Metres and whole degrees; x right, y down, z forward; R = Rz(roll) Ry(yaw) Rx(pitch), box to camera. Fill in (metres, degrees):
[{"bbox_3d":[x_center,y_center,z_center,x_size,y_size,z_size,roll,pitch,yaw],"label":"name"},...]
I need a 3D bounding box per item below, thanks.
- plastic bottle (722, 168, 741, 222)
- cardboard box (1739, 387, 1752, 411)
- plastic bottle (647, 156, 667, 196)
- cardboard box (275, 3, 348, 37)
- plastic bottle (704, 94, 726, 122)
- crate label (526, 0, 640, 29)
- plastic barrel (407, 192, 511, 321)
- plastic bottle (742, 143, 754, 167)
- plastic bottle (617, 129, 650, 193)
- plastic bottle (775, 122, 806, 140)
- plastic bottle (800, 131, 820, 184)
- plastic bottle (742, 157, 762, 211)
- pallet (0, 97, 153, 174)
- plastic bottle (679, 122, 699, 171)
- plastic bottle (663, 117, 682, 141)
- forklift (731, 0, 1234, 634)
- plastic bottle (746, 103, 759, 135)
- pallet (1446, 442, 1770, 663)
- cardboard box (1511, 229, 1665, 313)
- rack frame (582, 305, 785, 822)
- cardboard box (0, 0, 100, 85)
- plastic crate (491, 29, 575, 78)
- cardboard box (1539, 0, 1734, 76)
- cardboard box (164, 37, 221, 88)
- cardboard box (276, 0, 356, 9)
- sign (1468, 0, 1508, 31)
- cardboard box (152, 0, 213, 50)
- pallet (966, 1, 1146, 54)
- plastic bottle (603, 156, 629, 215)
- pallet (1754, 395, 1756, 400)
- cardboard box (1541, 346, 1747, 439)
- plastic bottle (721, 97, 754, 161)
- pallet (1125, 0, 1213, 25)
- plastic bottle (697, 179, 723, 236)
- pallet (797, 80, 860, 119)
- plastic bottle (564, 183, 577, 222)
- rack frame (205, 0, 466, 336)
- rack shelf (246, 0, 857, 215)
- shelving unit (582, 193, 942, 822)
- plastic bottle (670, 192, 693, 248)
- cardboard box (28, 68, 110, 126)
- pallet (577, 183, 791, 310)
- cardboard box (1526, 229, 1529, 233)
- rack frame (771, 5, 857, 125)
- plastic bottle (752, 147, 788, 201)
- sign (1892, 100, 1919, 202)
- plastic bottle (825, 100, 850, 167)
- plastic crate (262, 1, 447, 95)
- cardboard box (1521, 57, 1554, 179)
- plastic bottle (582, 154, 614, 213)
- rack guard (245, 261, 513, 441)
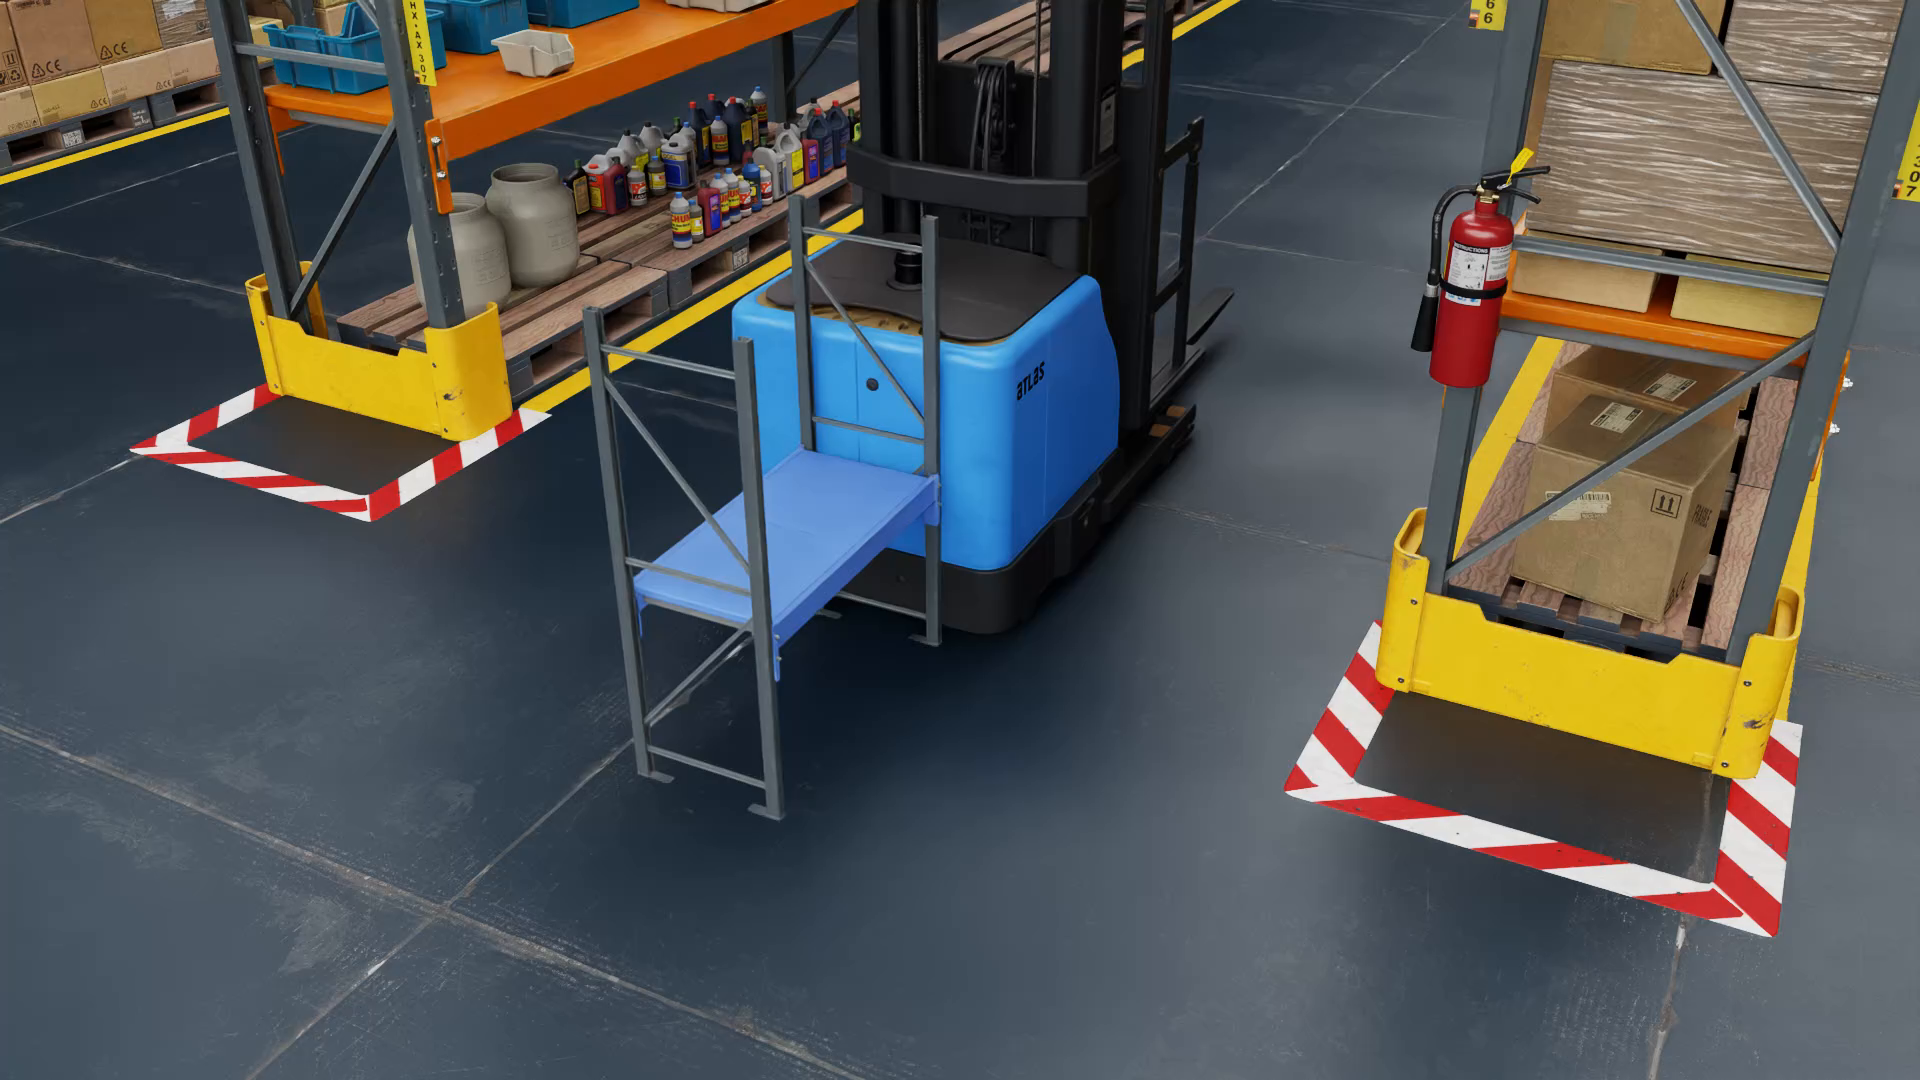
[{"bbox_3d":[-1.198,-1.805,8.679,0.097,0.271,0.097,0,30,0],"label":"plastic bottle"},{"bbox_3d":[3.043,-0.899,6.892,0.500,0.500,0.500,11,32,19],"label":"cardboard box"},{"bbox_3d":[-1.655,-1.992,9.076,0.097,0.201,0.097,0,30,0],"label":"plastic bottle"},{"bbox_3d":[-4.685,-3.879,12.332,0.500,0.250,0.500,13,33,22],"label":"cardboard box"},{"bbox_3d":[-1.418,-2.420,9.670,0.144,0.351,0.185,15,33,25],"label":"plastic bottle"},{"bbox_3d":[-1.906,-2.761,8.010,0.502,0.435,0.616,14,33,23],"label":"crate label"},{"bbox_3d":[-2.272,-1.280,7.544,0.421,0.512,0.421,0,30,0],"label":"plastic barrel"},{"bbox_3d":[-1.125,-2.028,9.055,0.061,0.283,0.133,14,33,23],"label":"plastic bottle"},{"bbox_3d":[-1.783,-2.065,9.052,0.144,0.351,0.185,16,33,25],"label":"plastic bottle"},{"bbox_3d":[-0.949,-2.237,9.428,0.152,0.276,0.135,14,33,23],"label":"plastic bottle"},{"bbox_3d":[-0.843,-2.137,9.244,0.061,0.283,0.133,17,34,27],"label":"plastic bottle"},{"bbox_3d":[-1.106,-1.895,8.836,0.097,0.271,0.097,0,30,0],"label":"plastic bottle"},{"bbox_3d":[-6.043,-2.672,10.690,1.003,0.211,1.213,14,33,23],"label":"pallet"},{"bbox_3d":[-1.538,-2.228,9.415,0.097,0.271,0.097,0,30,0],"label":"plastic bottle"},{"bbox_3d":[-1.617,-2.243,9.430,0.061,0.283,0.133,16,33,25],"label":"plastic bottle"},{"bbox_3d":[0.331,-1.666,6.209,1.130,2.935,3.031,14,33,22],"label":"forklift"},{"bbox_3d":[-1.263,-2.532,10.015,0.097,0.201,0.097,0,30,0],"label":"plastic bottle"},{"bbox_3d":[2.342,0.079,5.901,1.003,0.211,1.213,14,33,23],"label":"pallet"},{"bbox_3d":[1.852,-0.809,4.898,0.380,0.149,0.250,14,33,23],"label":"cardboard box"},{"bbox_3d":[-0.740,0.106,4.560,0.500,1.500,0.032,14,33,22],"label":"rack frame"},{"bbox_3d":[-5.783,-3.160,10.327,0.500,0.500,0.500,14,33,23],"label":"cardboard box"},{"bbox_3d":[-1.809,-2.077,7.120,0.298,0.136,0.250,14,33,23],"label":"plastic crate"},{"bbox_3d":[1.936,-1.650,4.709,0.500,0.500,0.500,14,33,23],"label":"cardboard box"},{"bbox_3d":[-5.342,-3.282,11.292,0.500,0.250,0.500,14,33,23],"label":"cardboard box"},{"bbox_3d":[-4.679,-4.126,12.200,0.500,0.311,0.500,14,33,23],"label":"cardboard box"},{"bbox_3d":[1.421,-1.518,4.402,0.100,0.325,0.005,14,33,23],"label":"sign"},{"bbox_3d":[-5.344,-3.607,11.106,0.500,0.500,0.500,14,33,23],"label":"cardboard box"},{"bbox_3d":[0.753,-3.871,12.778,1.003,0.211,1.213,14,33,23],"label":"pallet"},{"bbox_3d":[-1.823,-1.876,8.791,0.061,0.283,0.133,14,33,23],"label":"plastic bottle"},{"bbox_3d":[3.453,-1.003,7.784,1.003,0.211,1.213,14,33,23],"label":"pallet"},{"bbox_3d":[2.447,-0.388,6.003,0.500,0.500,0.500,24,38,36],"label":"cardboard box"},{"bbox_3d":[-1.290,-2.387,9.613,0.144,0.351,0.185,14,33,23],"label":"plastic bottle"},{"bbox_3d":[1.463,-4.564,13.986,1.003,0.211,1.213,14,33,23],"label":"pallet"},{"bbox_3d":[-1.281,-1.710,8.502,0.061,0.283,0.133,15,33,24],"label":"plastic bottle"},{"bbox_3d":[-0.358,-2.789,10.895,1.003,0.211,1.213,14,33,23],"label":"pallet"},{"bbox_3d":[-2.057,-1.759,8.669,0.097,0.201,0.097,0,30,0],"label":"plastic bottle"},{"bbox_3d":[-2.503,-1.868,6.491,1.000,3.000,0.127,14,33,23],"label":"rack frame"},{"bbox_3d":[-1.592,-2.443,8.214,1.077,0.370,4.000,14,33,23],"label":"rack shelf"},{"bbox_3d":[-0.517,-0.122,4.956,0.538,1.500,1.048,14,33,22],"label":"shelving unit"},{"bbox_3d":[-1.400,-1.609,8.337,0.097,0.271,0.097,0,30,0],"label":"plastic bottle"},{"bbox_3d":[-5.784,-2.835,10.514,0.500,0.250,0.500,14,33,23],"label":"cardboard box"},{"bbox_3d":[-1.579,-1.601,8.826,1.003,0.211,1.213,14,33,23],"label":"pallet"},{"bbox_3d":[2.034,-1.042,5.305,0.380,0.149,0.250,14,33,23],"label":"cardboard box"},{"bbox_3d":[-0.681,-3.641,9.579,1.000,3.000,0.127,14,33,23],"label":"rack frame"},{"bbox_3d":[-1.030,-2.001,9.015,0.152,0.276,0.135,15,33,24],"label":"plastic bottle"},{"bbox_3d":[2.389,-0.997,4.105,0.100,0.325,0.005,14,33,23],"label":"sign"},{"bbox_3d":[-0.718,-2.333,9.518,0.144,0.351,0.185,13,32,22],"label":"plastic bottle"},{"bbox_3d":[-2.542,-2.093,7.033,0.499,0.251,0.616,14,33,23],"label":"plastic crate"},{"bbox_3d":[2.302,-1.403,5.282,0.875,0.500,0.500,14,33,23],"label":"cardboard box"},{"bbox_3d":[-1.918,-1.897,8.834,0.152,0.276,0.135,15,33,24],"label":"plastic bottle"},{"bbox_3d":[-2.511,-0.828,7.191,1.175,0.500,0.348,14,33,23],"label":"rack guard"}]
